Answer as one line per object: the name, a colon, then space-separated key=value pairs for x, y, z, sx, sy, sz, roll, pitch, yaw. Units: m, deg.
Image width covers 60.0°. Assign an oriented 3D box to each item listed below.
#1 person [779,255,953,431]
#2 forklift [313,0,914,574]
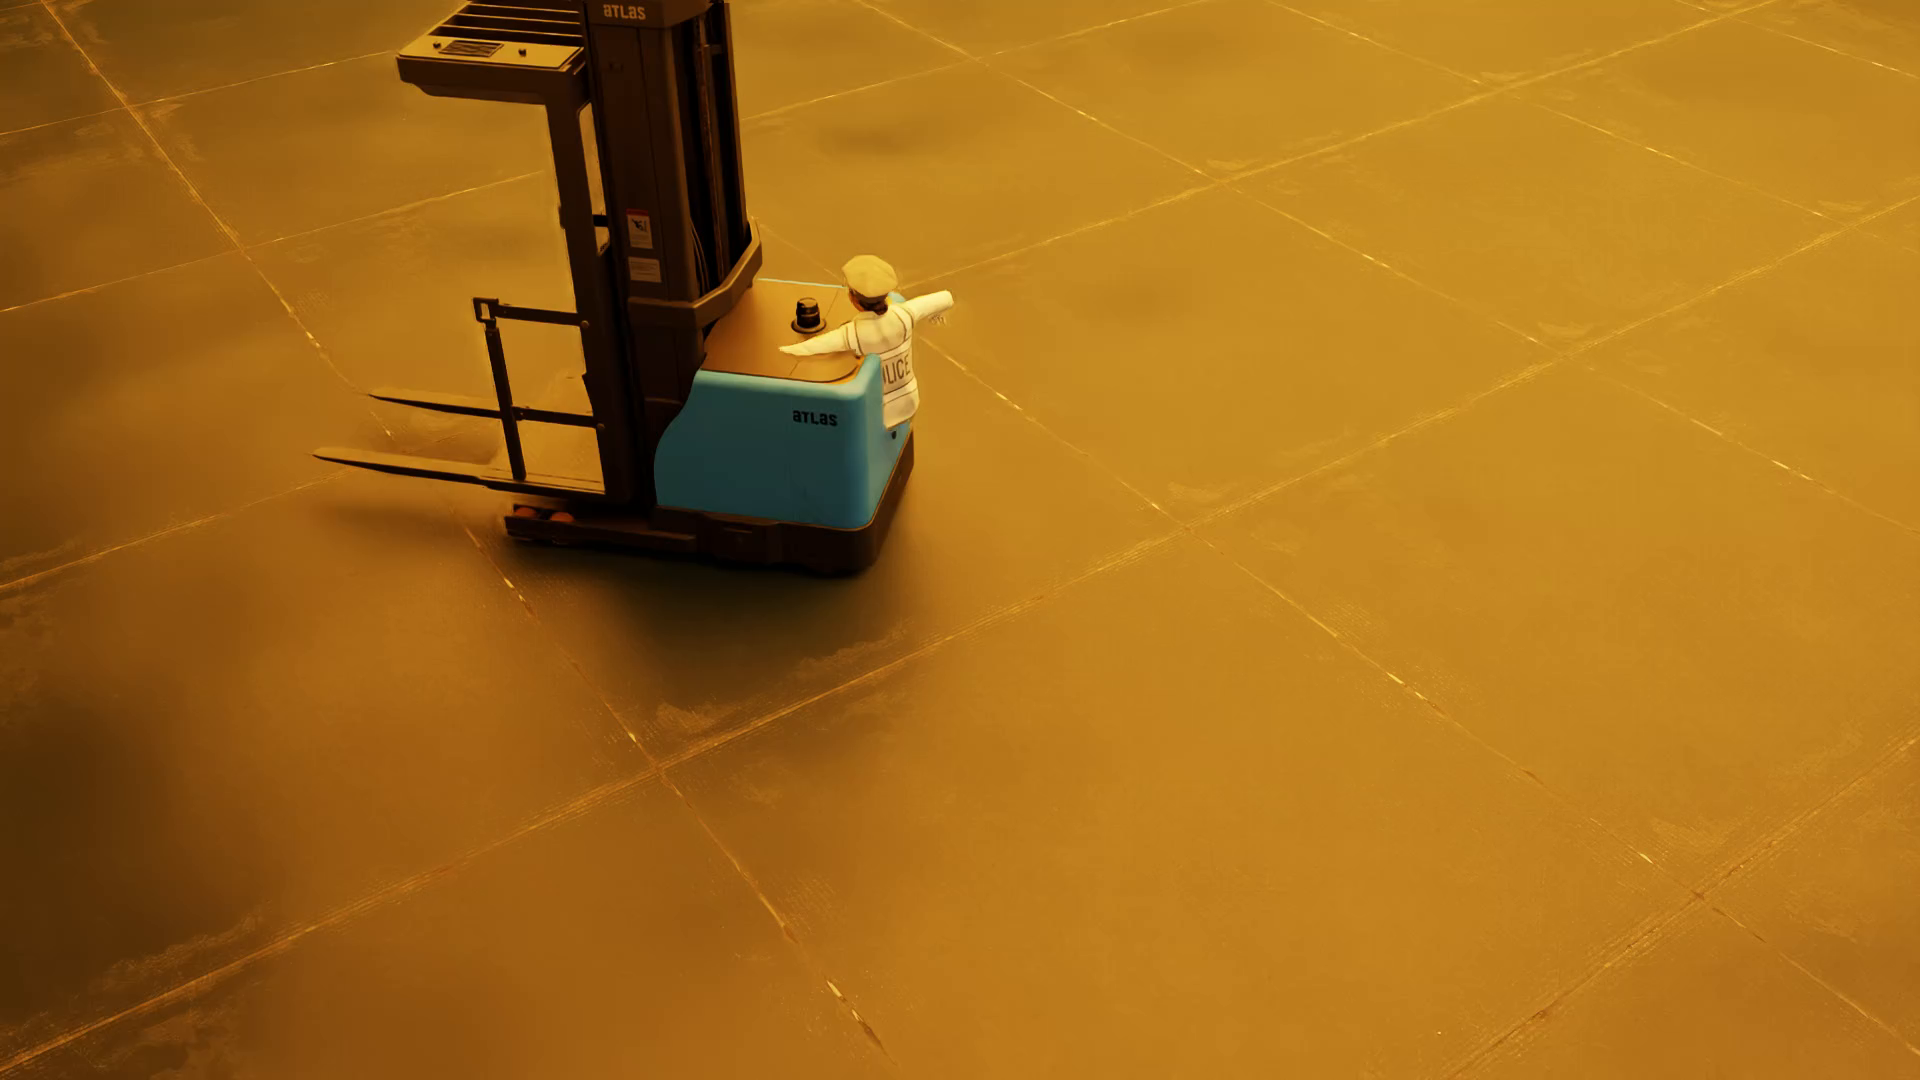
person: x=-0.527 y=-0.831 z=8.289 sx=1.041 sy=1.469 sz=0.780 roll=-24 pitch=43 yaw=-29
forklift: x=-1.815 y=-1.452 z=7.908 sx=3.031 sy=2.935 sz=1.130 roll=7 pitch=37 yaw=9
